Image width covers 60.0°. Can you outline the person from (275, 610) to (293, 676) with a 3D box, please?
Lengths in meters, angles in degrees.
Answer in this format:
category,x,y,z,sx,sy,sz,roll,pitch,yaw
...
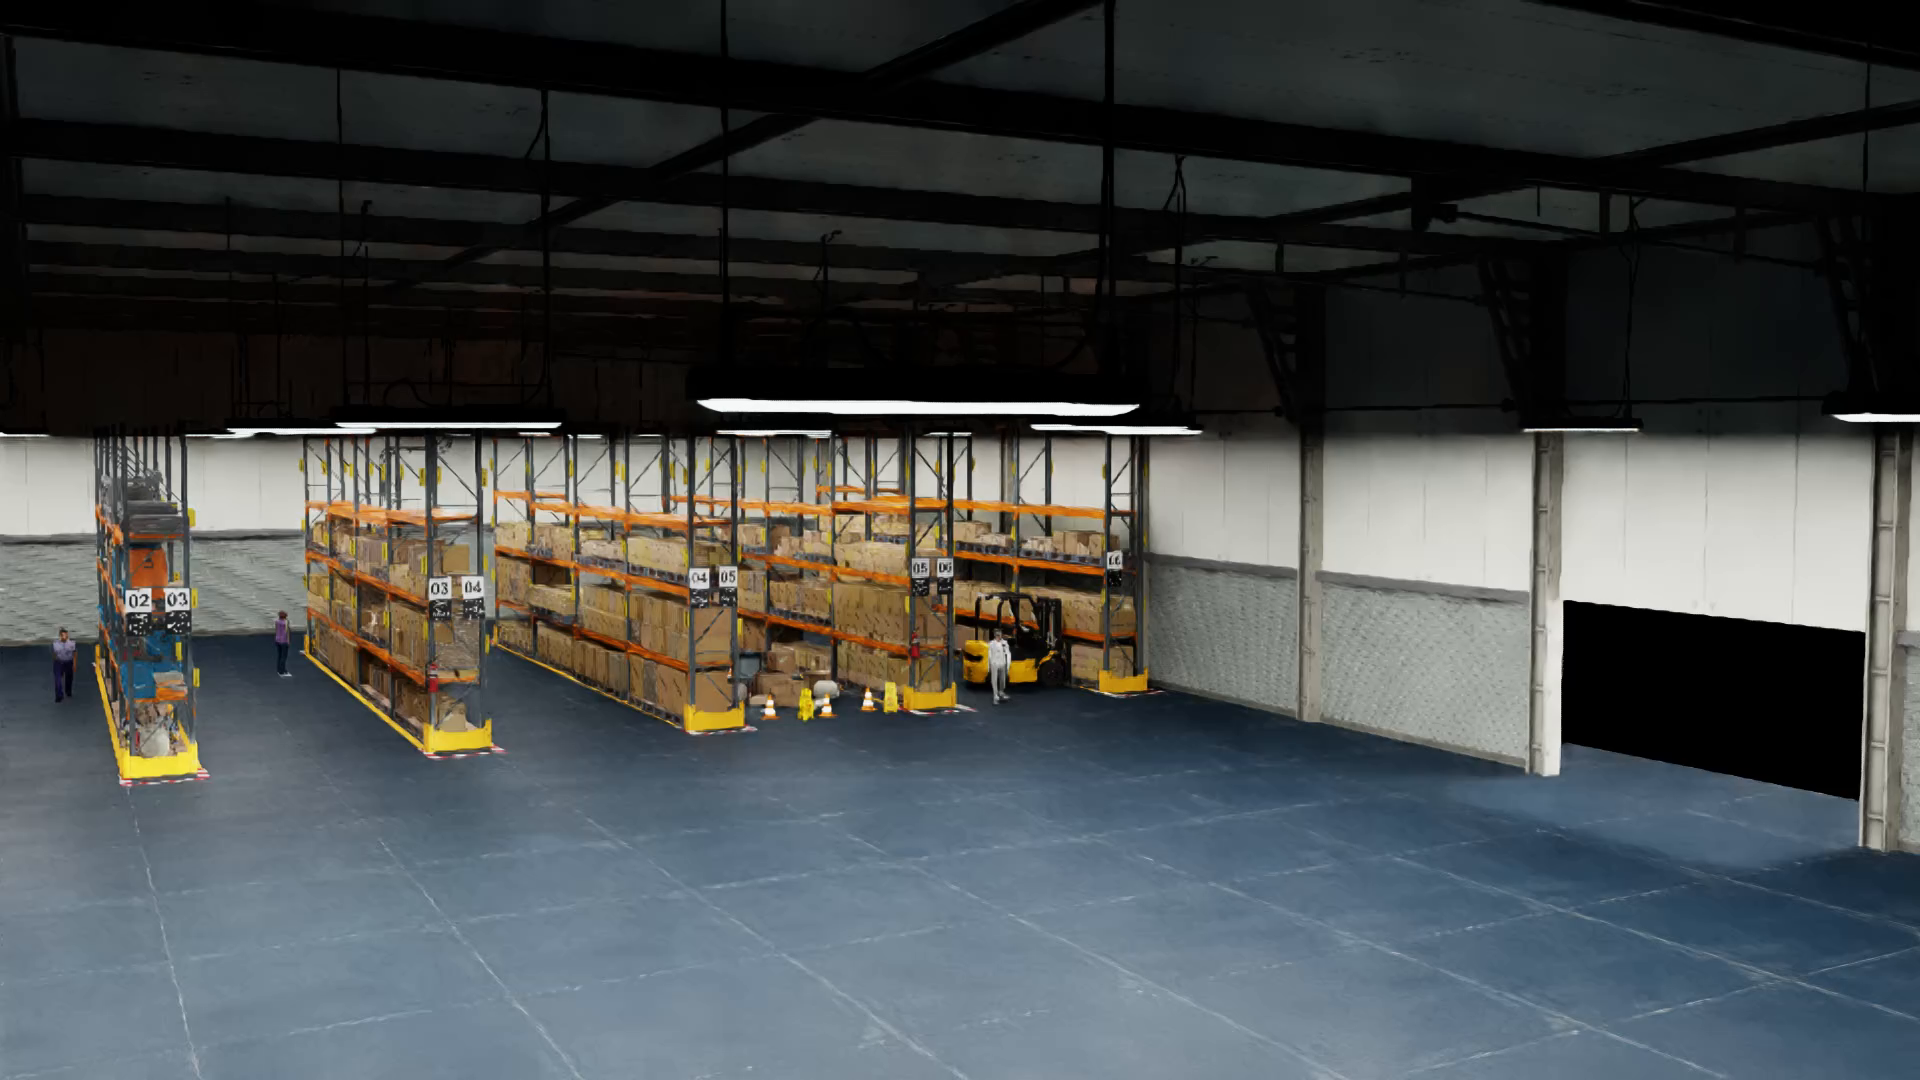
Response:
category,x,y,z,sx,sy,sz,roll,pitch,yaw
person,-16.326,2.532,40.158,0.469,1.498,0.399,2,4,29

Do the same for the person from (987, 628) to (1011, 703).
category,x,y,z,sx,sy,sz,roll,pitch,yaw
person,0.858,2.710,36.191,0.523,1.639,0.891,0,3,-5

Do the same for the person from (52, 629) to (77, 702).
category,x,y,z,sx,sy,sz,roll,pitch,yaw
person,-19.590,2.716,36.405,0.479,1.563,1.064,-2,4,-31
